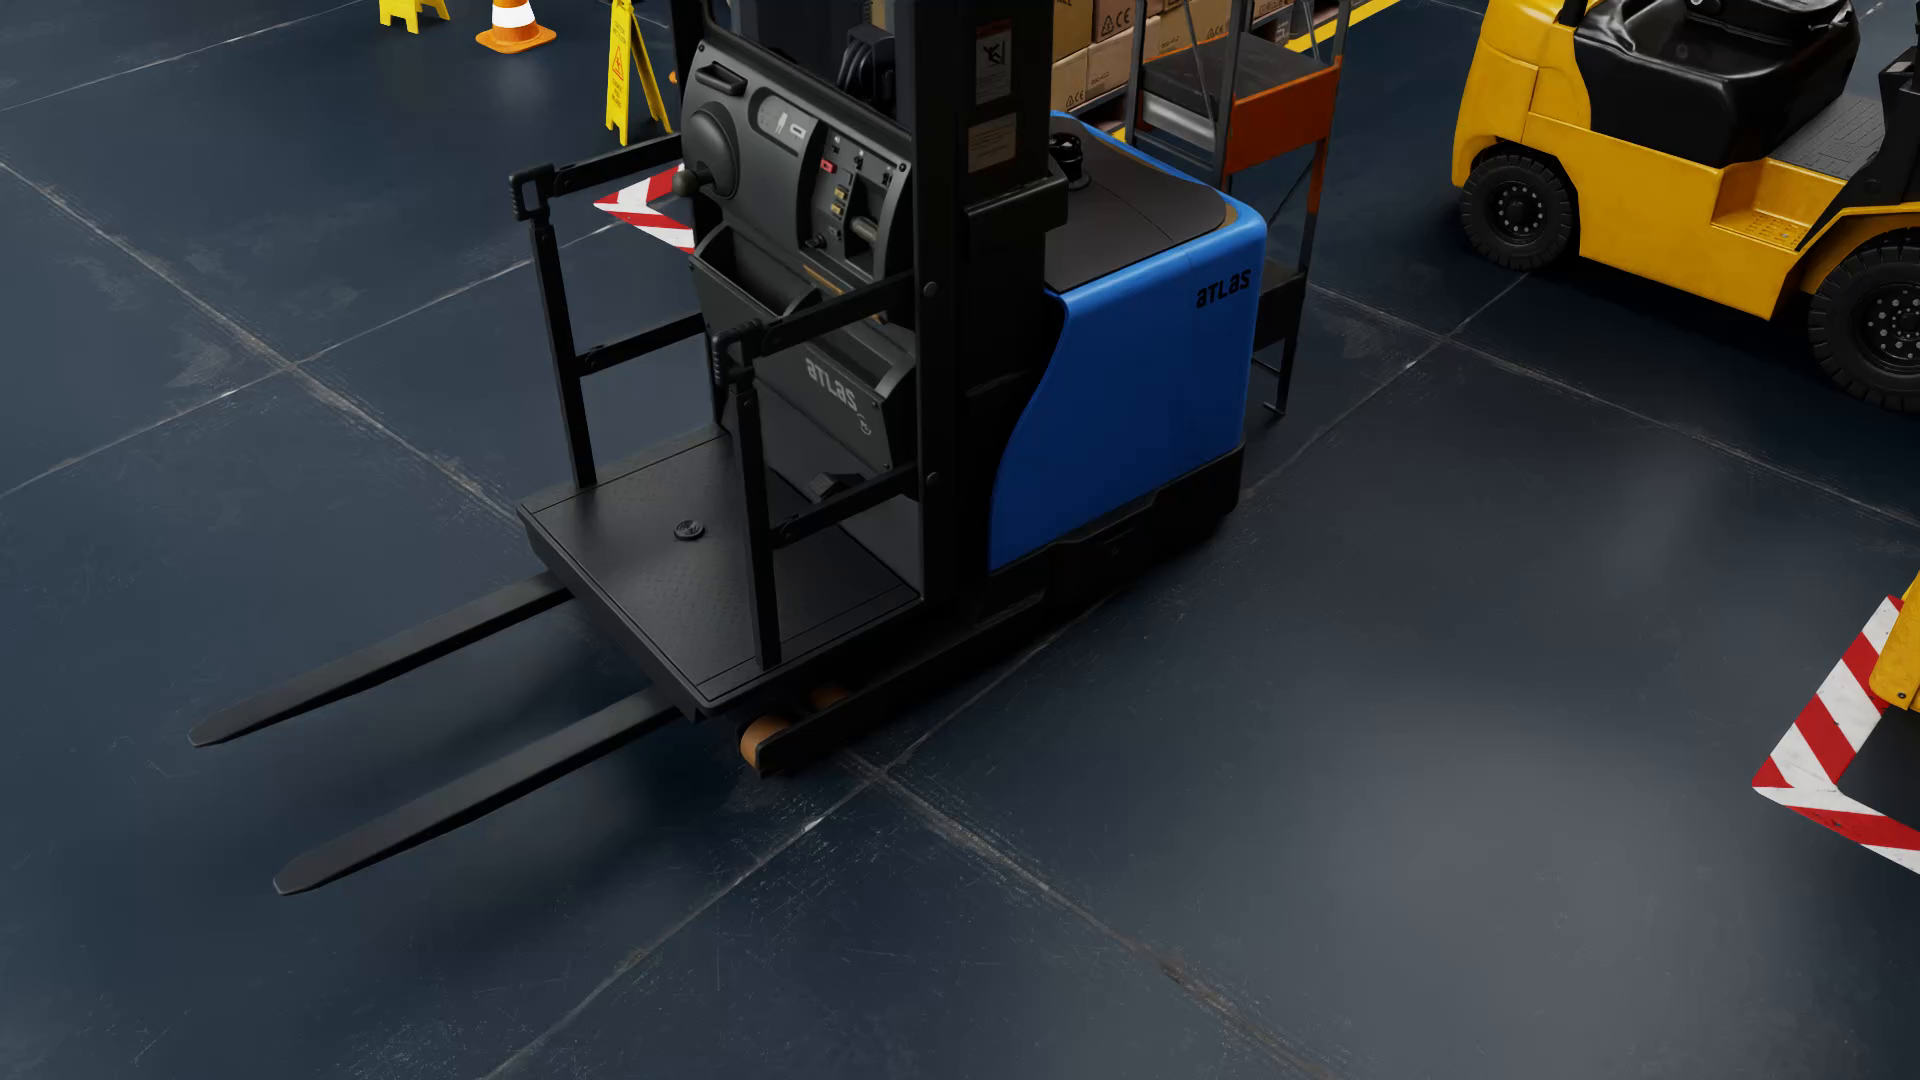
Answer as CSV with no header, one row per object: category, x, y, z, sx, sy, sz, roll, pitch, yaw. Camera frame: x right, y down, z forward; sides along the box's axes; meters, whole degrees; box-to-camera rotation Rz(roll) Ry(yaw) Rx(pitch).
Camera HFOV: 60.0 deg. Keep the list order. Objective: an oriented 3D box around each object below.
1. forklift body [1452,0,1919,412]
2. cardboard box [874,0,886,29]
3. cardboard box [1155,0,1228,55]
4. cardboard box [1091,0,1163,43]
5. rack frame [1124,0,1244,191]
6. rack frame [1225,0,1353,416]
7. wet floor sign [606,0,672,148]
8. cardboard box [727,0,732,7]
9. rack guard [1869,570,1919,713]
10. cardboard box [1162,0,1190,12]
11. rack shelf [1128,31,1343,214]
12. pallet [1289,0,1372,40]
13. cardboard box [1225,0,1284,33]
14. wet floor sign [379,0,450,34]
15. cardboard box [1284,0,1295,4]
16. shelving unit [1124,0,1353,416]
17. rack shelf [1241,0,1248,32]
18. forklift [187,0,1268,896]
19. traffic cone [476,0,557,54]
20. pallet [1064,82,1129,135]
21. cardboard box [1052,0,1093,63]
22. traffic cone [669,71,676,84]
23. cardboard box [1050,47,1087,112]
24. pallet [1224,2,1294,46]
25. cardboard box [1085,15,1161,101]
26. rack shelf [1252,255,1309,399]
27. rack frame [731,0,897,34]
forklift body,3.054,-1.900,5.911,2.313,2.155,1.214,30,47,32
cardboard box,-0.197,-2.536,7.299,0.500,0.500,0.500,30,47,32
cardboard box,0.912,-2.507,7.865,0.500,0.250,0.500,-31,48,-33
cardboard box,0.568,-2.566,7.337,0.500,0.500,0.500,28,46,30
rack frame,0.644,-1.173,5.019,0.015,2.100,0.400,-26,45,-31
rack frame,1.018,-1.359,5.272,0.015,2.100,0.400,-26,45,-31
wet floor sign,-1.463,-2.118,7.395,0.232,0.644,0.267,-18,42,-21
cardboard box,-1.153,-3.011,8.917,0.250,0.149,0.380,-11,40,-14
rack guard,3.105,0.395,4.352,1.175,0.500,0.348,30,47,32
cardboard box,0.912,-2.793,7.622,0.500,0.500,0.500,31,48,33
rack shelf,0.830,-1.255,5.154,0.480,0.518,0.431,-26,45,-31
pallet,1.726,-3.100,8.979,1.003,0.211,1.213,30,47,32
cardboard box,1.254,-2.738,8.155,0.500,0.250,0.500,30,48,32
wet floor sign,-2.825,-2.943,8.433,0.267,0.644,0.232,22,43,25
cardboard box,1.601,-2.970,8.446,0.500,0.250,0.500,28,46,31
shelving unit,0.831,-1.266,5.146,0.503,2.100,0.431,-26,45,-31
rack shelf,0.843,-1.810,4.727,0.480,0.518,0.431,-26,45,-31
forklift,-0.586,-0.892,4.017,3.031,2.935,1.130,-26,45,-29
traffic cone,-2.256,-2.733,8.316,0.336,0.463,0.334,30,47,32
pallet,0.080,-1.979,7.569,1.003,0.211,1.213,30,47,32
cardboard box,0.218,-2.324,7.032,0.500,0.500,0.500,28,46,31
traffic cone,-1.208,-2.423,7.926,0.336,0.463,0.334,30,47,32
cardboard box,0.203,-2.020,7.252,0.500,0.250,0.500,29,47,32
pallet,0.903,-2.537,8.271,1.003,0.211,1.213,30,47,32
cardboard box,0.553,-2.251,7.543,0.500,0.250,0.500,31,48,33
rack shelf,0.818,-0.701,5.581,0.480,0.518,0.431,-26,45,-31
rack frame,-0.545,-2.677,6.207,1.000,3.000,0.127,30,47,32
